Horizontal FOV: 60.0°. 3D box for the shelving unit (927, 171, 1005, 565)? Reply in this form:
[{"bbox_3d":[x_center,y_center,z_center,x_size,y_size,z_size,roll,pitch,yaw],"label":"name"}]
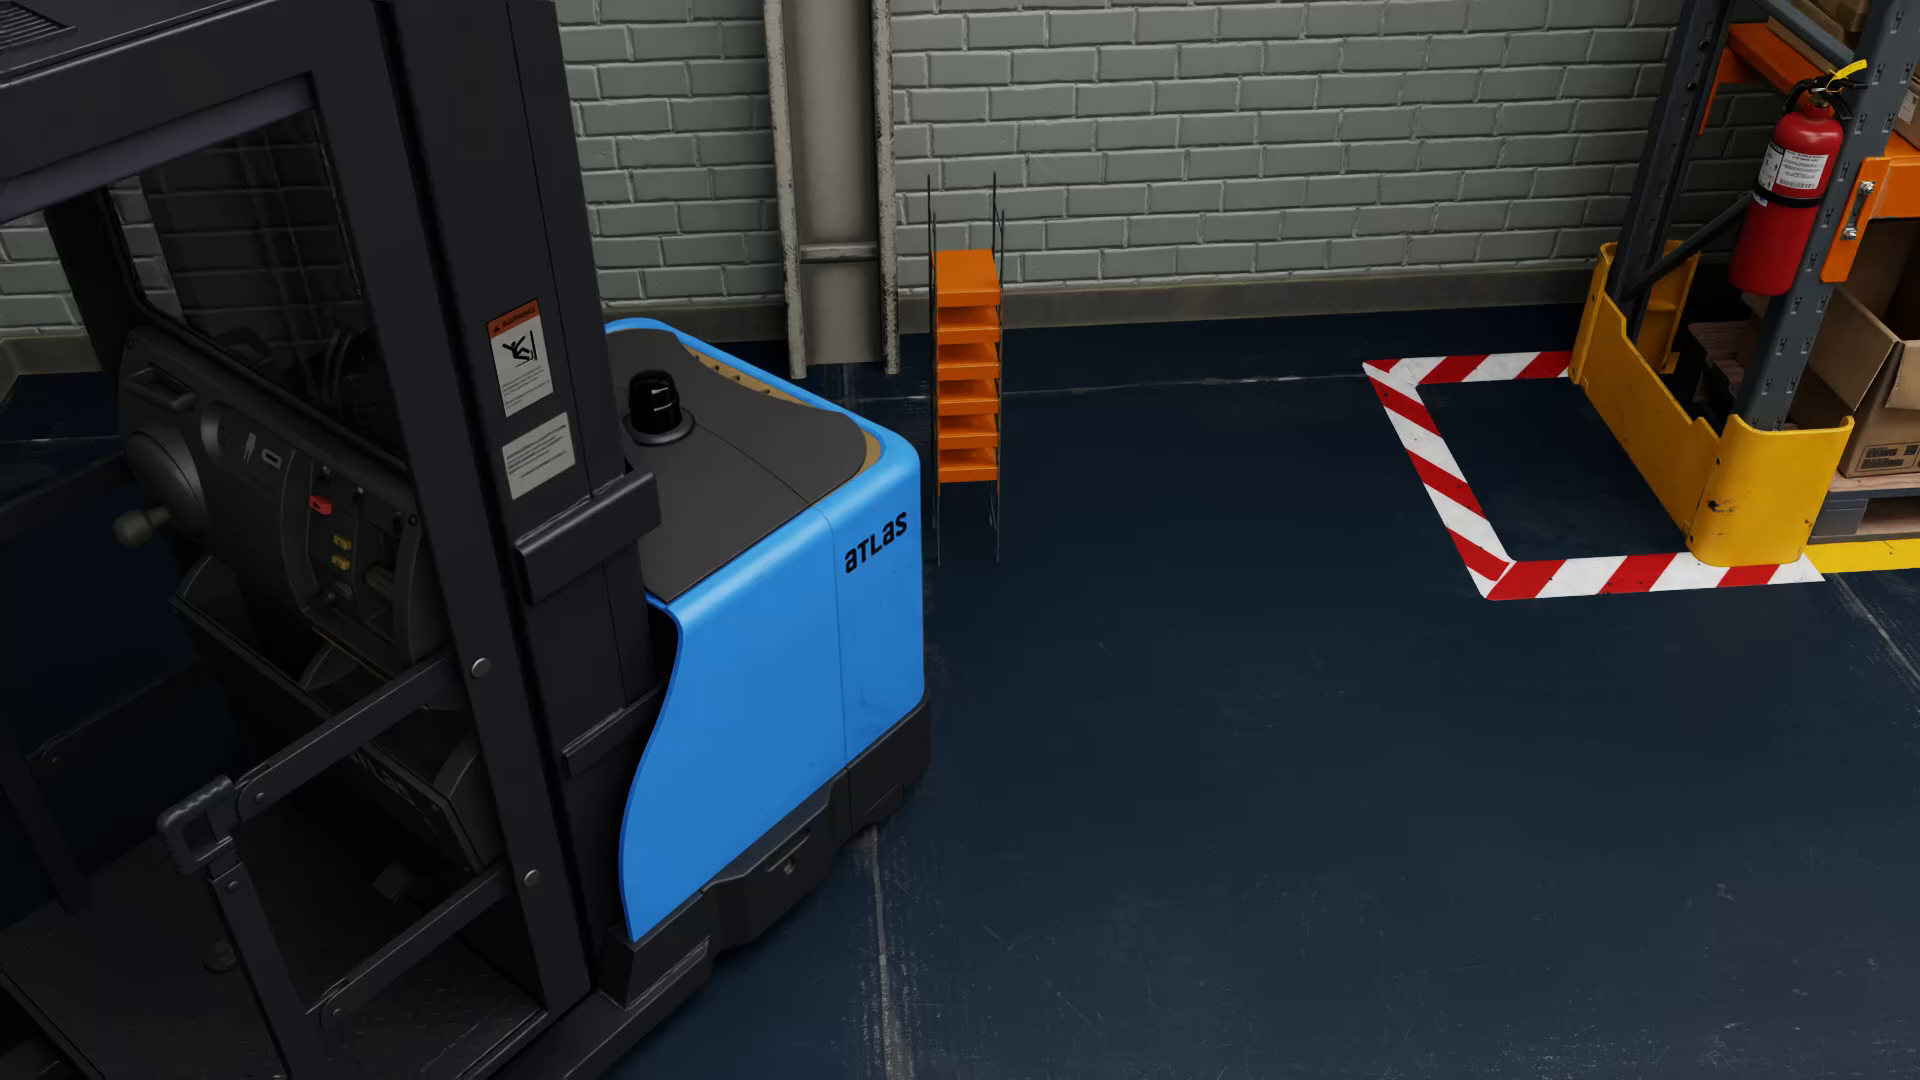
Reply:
[{"bbox_3d":[0.014,-0.472,4.879,0.189,1.200,0.258,-3,38,-4],"label":"shelving unit"}]

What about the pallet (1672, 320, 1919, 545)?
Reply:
[{"bbox_3d":[3.207,-0.409,5.599,1.213,0.211,1.003,-3,38,-4],"label":"pallet"}]

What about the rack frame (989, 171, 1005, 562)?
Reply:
[{"bbox_3d":[0.106,-0.477,4.886,0.006,1.200,0.240,-3,38,-4],"label":"rack frame"}]

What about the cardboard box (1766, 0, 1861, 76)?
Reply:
[{"bbox_3d":[2.644,-1.541,4.984,0.250,0.149,0.380,-4,38,-4],"label":"cardboard box"}]

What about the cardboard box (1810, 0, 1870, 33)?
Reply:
[{"bbox_3d":[2.772,-1.702,4.867,0.500,0.250,0.500,-2,38,-3],"label":"cardboard box"}]

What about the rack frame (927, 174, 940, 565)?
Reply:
[{"bbox_3d":[-0.077,-0.467,4.873,0.006,1.200,0.240,-3,38,-4],"label":"rack frame"}]

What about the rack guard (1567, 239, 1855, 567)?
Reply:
[{"bbox_3d":[2.413,-0.478,5.453,0.348,0.500,1.175,-3,38,-4],"label":"rack guard"}]

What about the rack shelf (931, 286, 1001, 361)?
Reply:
[{"bbox_3d":[0.014,-0.625,4.758,0.180,0.103,0.258,-3,38,-4],"label":"rack shelf"}]

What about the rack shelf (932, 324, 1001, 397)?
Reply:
[{"bbox_3d":[0.014,-0.531,4.833,0.180,0.103,0.258,-3,38,-4],"label":"rack shelf"}]

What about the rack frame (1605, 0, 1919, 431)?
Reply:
[{"bbox_3d":[2.338,-1.456,4.673,0.127,3.000,1.000,-3,38,-4],"label":"rack frame"}]

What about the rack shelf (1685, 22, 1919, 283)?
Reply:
[{"bbox_3d":[4.330,-1.283,5.035,4.000,0.370,1.077,-3,38,-4],"label":"rack shelf"}]

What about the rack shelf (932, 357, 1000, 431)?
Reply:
[{"bbox_3d":[0.014,-0.437,4.907,0.180,0.103,0.258,-3,38,-4],"label":"rack shelf"}]

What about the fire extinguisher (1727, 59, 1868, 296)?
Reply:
[{"bbox_3d":[2.232,-0.986,4.441,0.183,0.674,0.296,-3,38,-4],"label":"fire extinguisher"}]

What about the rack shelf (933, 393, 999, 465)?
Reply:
[{"bbox_3d":[0.014,-0.343,4.981,0.180,0.103,0.258,-3,38,-4],"label":"rack shelf"}]

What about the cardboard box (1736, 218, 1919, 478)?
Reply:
[{"bbox_3d":[2.955,-0.616,5.285,0.637,0.503,0.797,-5,39,-6],"label":"cardboard box"}]

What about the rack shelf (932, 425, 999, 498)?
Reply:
[{"bbox_3d":[0.014,-0.249,5.056,0.180,0.103,0.258,-3,38,-4],"label":"rack shelf"}]

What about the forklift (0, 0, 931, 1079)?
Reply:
[{"bbox_3d":[-1.395,-0.007,2.893,1.130,2.935,3.031,27,45,30],"label":"forklift"}]

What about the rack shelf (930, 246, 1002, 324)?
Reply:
[{"bbox_3d":[0.014,-0.720,4.684,0.180,0.103,0.258,-3,38,-4],"label":"rack shelf"}]

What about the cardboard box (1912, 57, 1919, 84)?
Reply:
[{"bbox_3d":[2.813,-1.372,4.448,0.500,0.250,0.500,-3,38,-4],"label":"cardboard box"}]

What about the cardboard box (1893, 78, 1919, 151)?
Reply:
[{"bbox_3d":[2.689,-1.206,4.559,0.250,0.149,0.380,-3,38,-4],"label":"cardboard box"}]
